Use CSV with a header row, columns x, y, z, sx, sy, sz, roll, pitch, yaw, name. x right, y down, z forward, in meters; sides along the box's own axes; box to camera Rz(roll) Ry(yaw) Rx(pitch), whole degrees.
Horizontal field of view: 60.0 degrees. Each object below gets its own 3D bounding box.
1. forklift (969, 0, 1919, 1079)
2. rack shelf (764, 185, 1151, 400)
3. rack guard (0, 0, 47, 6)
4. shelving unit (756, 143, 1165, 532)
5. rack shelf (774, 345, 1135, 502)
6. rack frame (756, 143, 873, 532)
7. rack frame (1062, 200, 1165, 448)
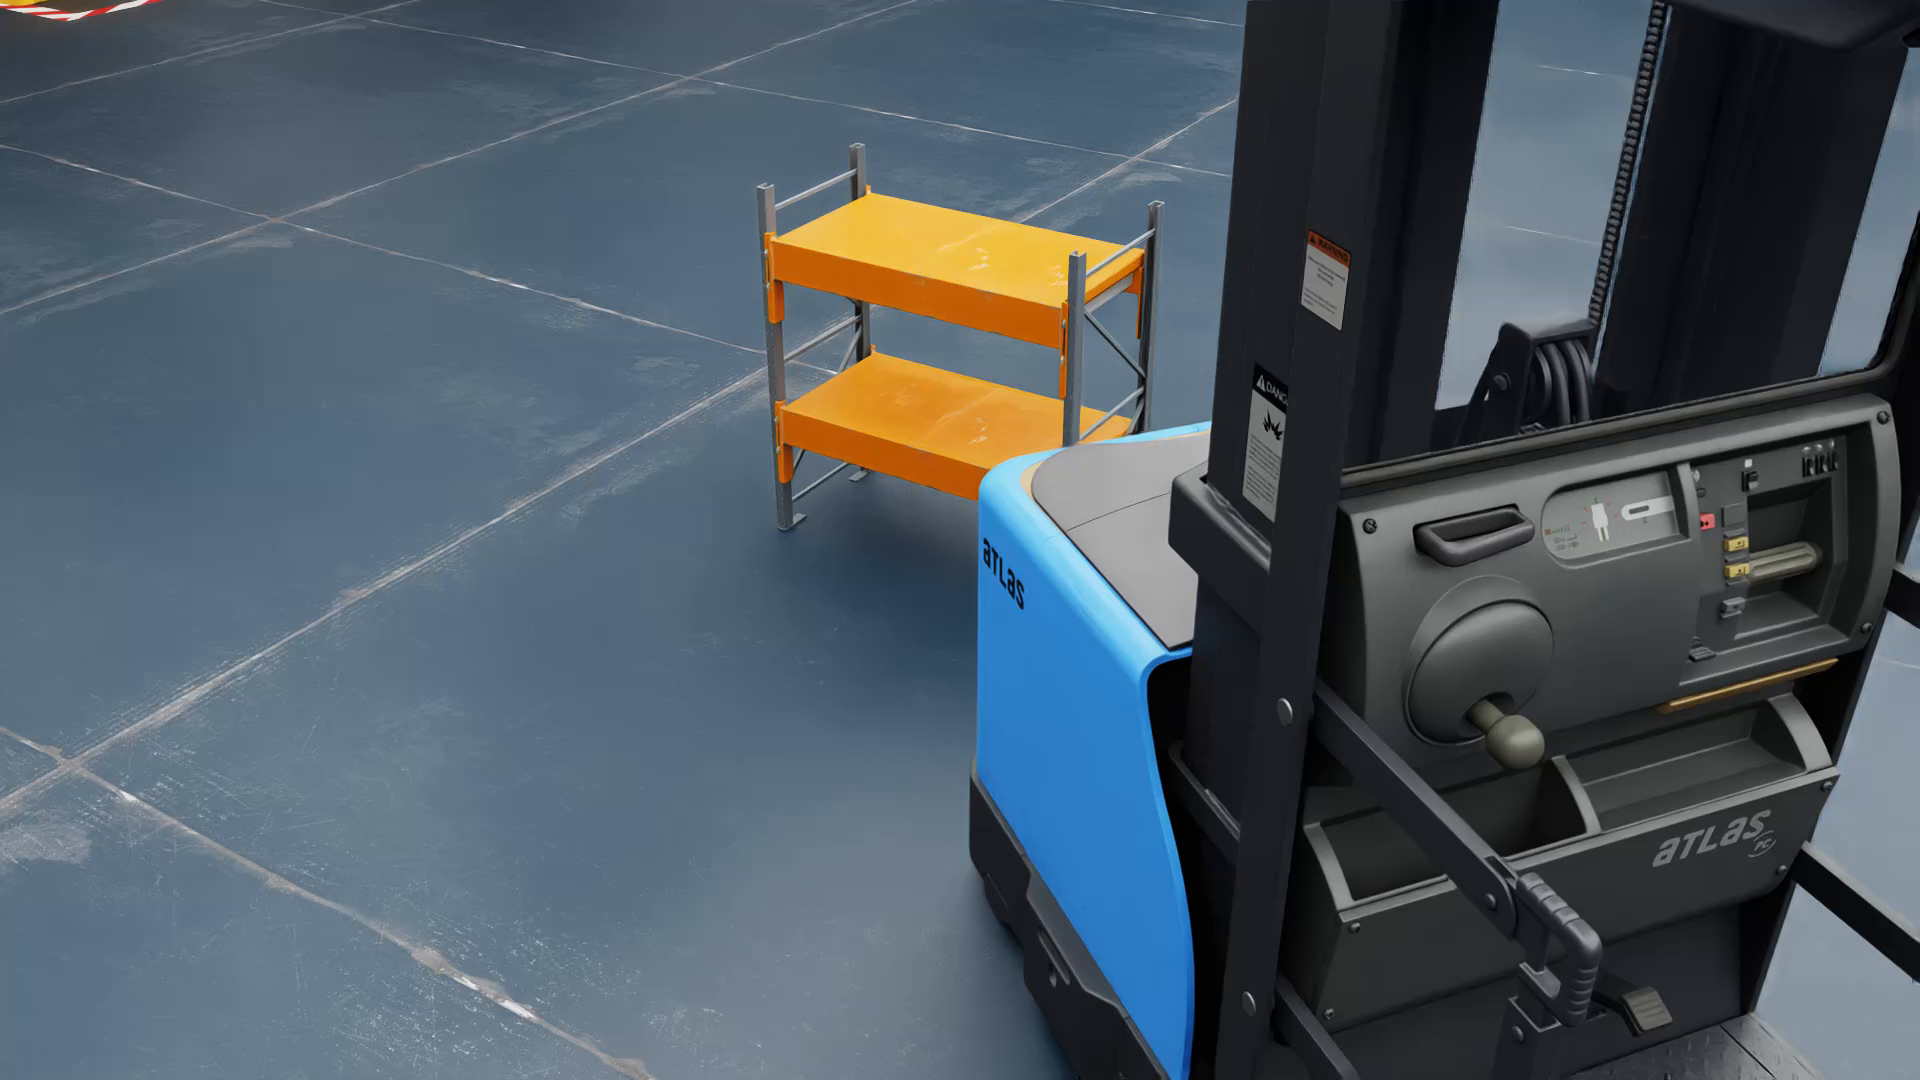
x,y,z,sx,sy,sz,roll,pitch,yaw,name
1.031,0.103,2.165,1.130,2.935,3.031,-11,32,-18,forklift
-0.006,-0.740,4.822,1.000,0.278,0.538,18,35,27,rack shelf
-6.438,-4.251,12.040,0.348,0.500,1.175,18,35,27,rack guard
-0.006,-0.488,4.970,1.048,1.125,0.538,18,35,27,shelving unit
-0.006,-0.276,5.093,1.000,0.278,0.538,18,35,27,rack shelf
-0.436,-0.624,5.203,0.032,1.125,0.500,18,35,27,rack frame
0.425,-0.351,4.736,0.032,1.125,0.500,18,35,27,rack frame
